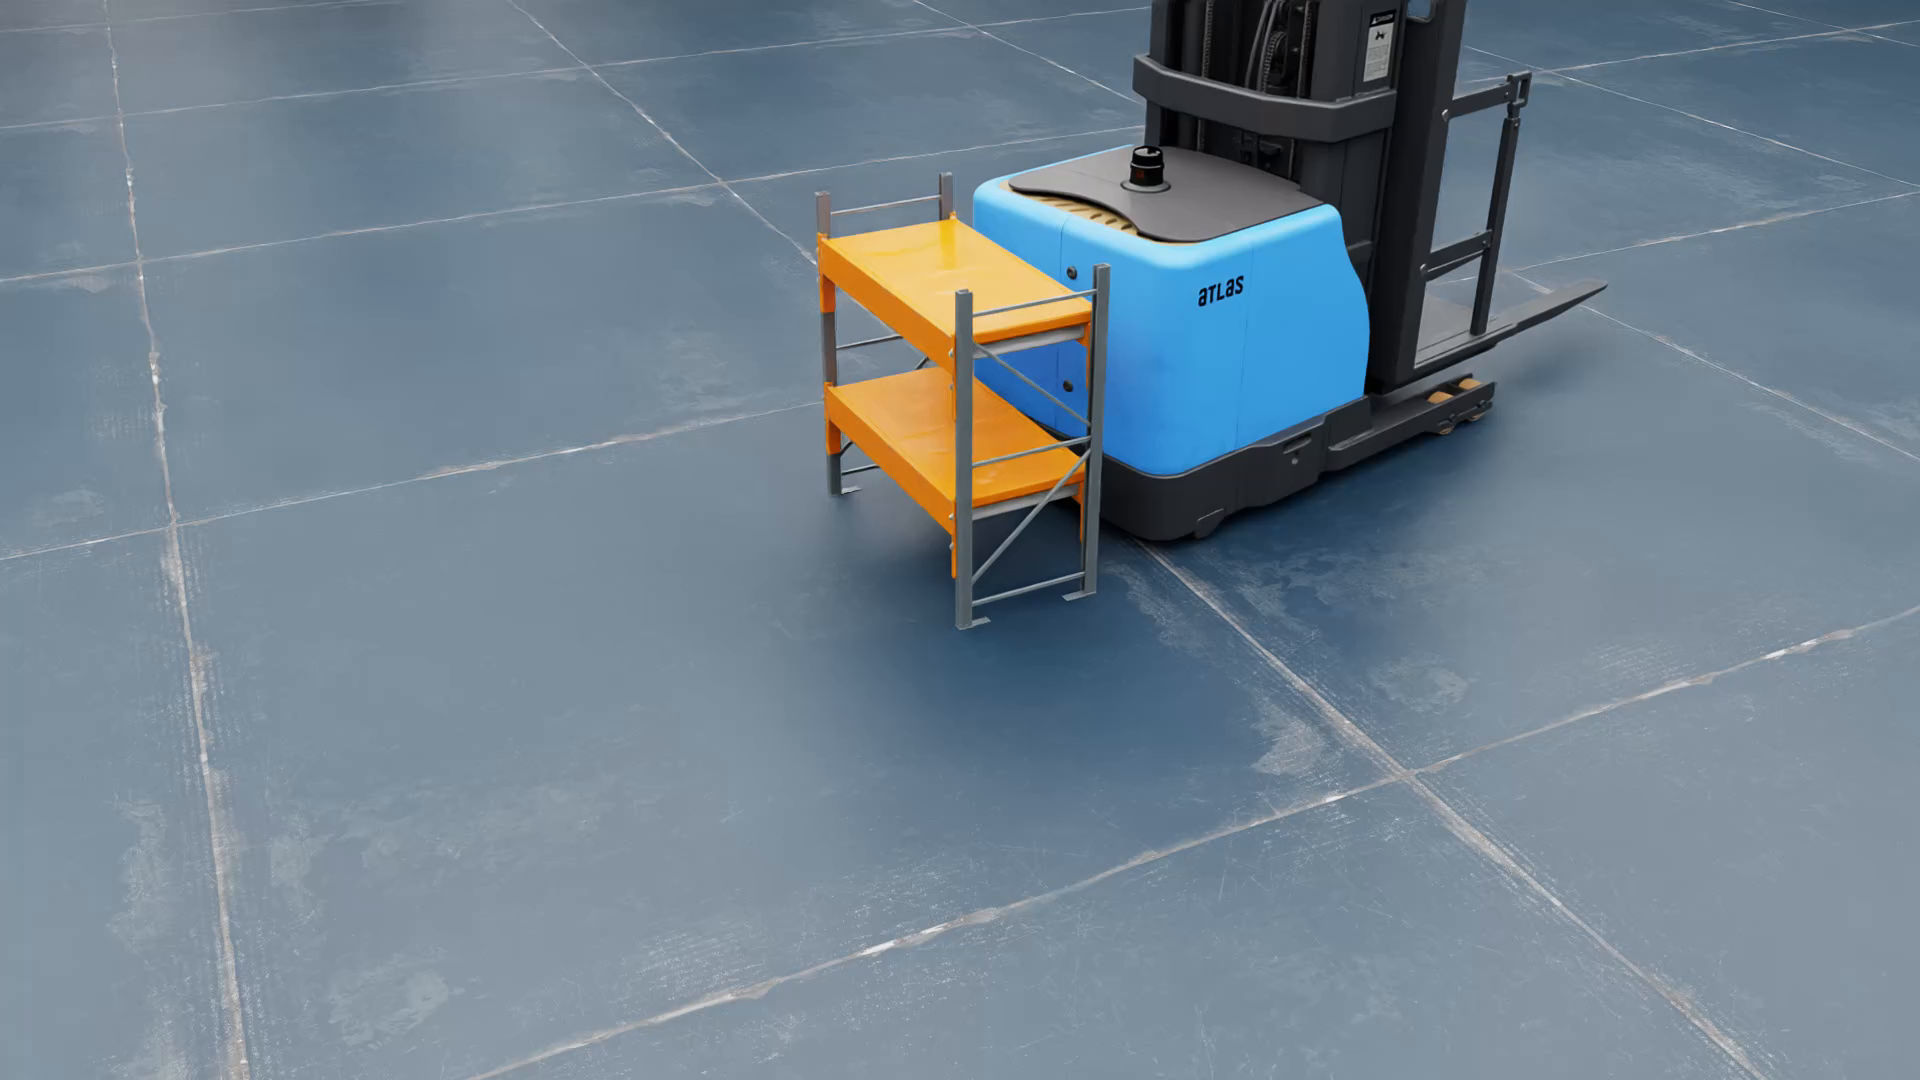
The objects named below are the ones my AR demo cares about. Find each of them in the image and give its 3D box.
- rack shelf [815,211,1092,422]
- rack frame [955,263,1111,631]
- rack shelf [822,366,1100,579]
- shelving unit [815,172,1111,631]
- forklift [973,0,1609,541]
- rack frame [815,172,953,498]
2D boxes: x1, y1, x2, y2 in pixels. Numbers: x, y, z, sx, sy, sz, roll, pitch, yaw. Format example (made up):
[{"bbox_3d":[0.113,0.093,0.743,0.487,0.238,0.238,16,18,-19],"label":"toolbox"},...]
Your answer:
[{"bbox_3d":[-0.019,-0.741,5.323,0.538,0.278,1.000,-14,32,-24],"label":"rack shelf"},{"bbox_3d":[0.215,-0.265,5.073,0.500,1.125,0.032,-14,32,-24],"label":"rack frame"},{"bbox_3d":[-0.019,-0.273,5.586,0.538,0.278,1.000,-14,32,-24],"label":"rack shelf"},{"bbox_3d":[-0.019,-0.486,5.467,0.538,1.125,1.048,-14,32,-24],"label":"shelving unit"},{"bbox_3d":[1.483,-1.864,6.077,3.031,2.935,1.130,-22,36,-34],"label":"forklift"},{"bbox_3d":[-0.252,-0.707,5.861,0.500,1.125,0.032,-14,32,-24],"label":"rack frame"}]
